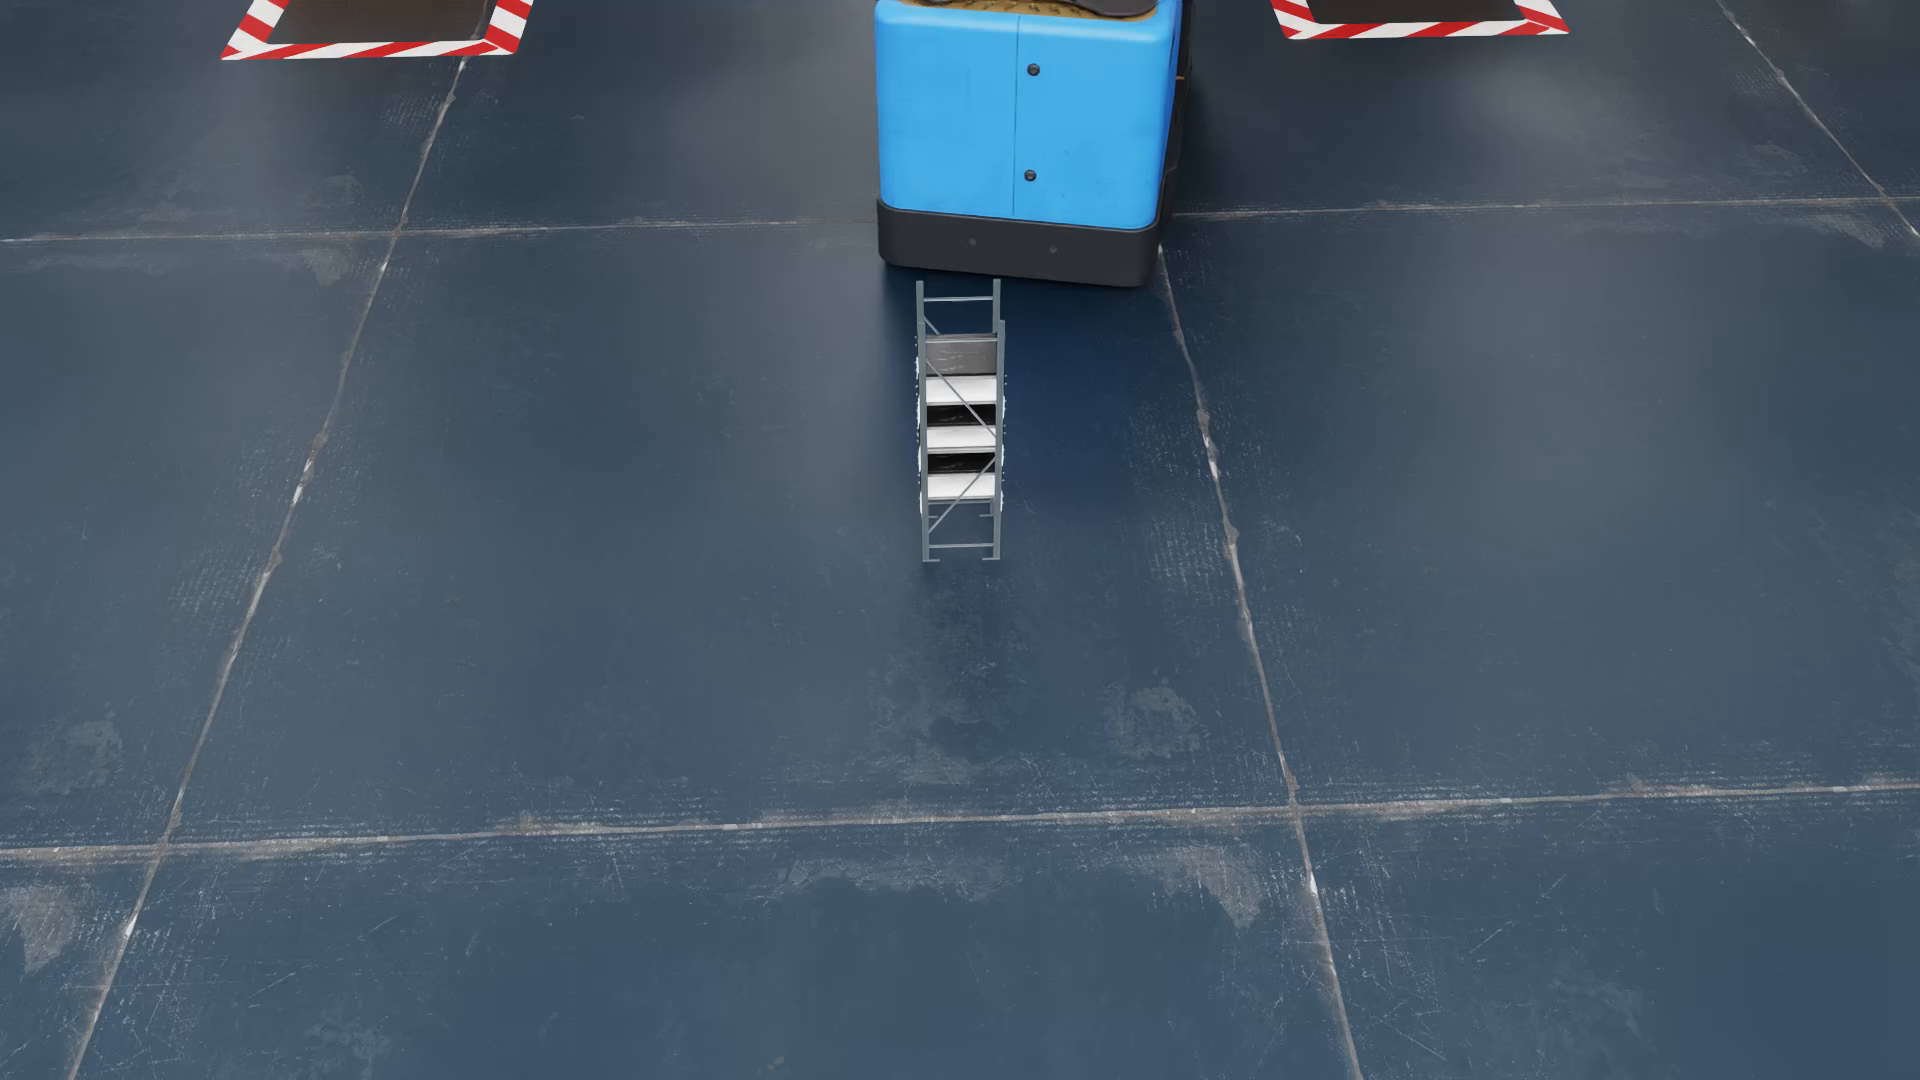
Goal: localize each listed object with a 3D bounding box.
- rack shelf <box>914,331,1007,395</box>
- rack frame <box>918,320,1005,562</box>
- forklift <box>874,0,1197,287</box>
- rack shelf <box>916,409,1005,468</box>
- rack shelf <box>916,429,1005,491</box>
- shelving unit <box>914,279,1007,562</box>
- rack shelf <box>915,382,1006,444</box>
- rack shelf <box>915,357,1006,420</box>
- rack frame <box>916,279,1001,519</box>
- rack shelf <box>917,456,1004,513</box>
[{"bbox_3d":[0.000,-0.512,4.792,0.258,0.077,0.200,-2,43,-2],"label":"rack shelf"},{"bbox_3d":[0.004,-0.269,4.877,0.240,0.900,0.006,-2,43,-2],"label":"rack frame"},{"bbox_3d":[0.444,-3.021,6.376,1.130,2.935,3.031,7,43,7],"label":"forklift"},{"bbox_3d":[0.000,-0.313,4.974,0.258,0.077,0.200,-2,43,-2],"label":"rack shelf"},{"bbox_3d":[0.000,-0.246,5.035,0.258,0.077,0.200,-2,43,-2],"label":"rack shelf"},{"bbox_3d":[0.000,-0.337,4.952,0.258,0.900,0.210,-2,43,-2],"label":"shelving unit"},{"bbox_3d":[0.000,-0.379,4.914,0.258,0.077,0.200,-2,43,-2],"label":"rack shelf"},{"bbox_3d":[0.000,-0.445,4.853,0.258,0.077,0.200,-2,43,-2],"label":"rack shelf"},{"bbox_3d":[-0.005,-0.406,5.027,0.240,0.900,0.006,-2,43,-2],"label":"rack frame"},{"bbox_3d":[0.000,-0.180,5.096,0.258,0.077,0.200,-2,43,-2],"label":"rack shelf"}]
